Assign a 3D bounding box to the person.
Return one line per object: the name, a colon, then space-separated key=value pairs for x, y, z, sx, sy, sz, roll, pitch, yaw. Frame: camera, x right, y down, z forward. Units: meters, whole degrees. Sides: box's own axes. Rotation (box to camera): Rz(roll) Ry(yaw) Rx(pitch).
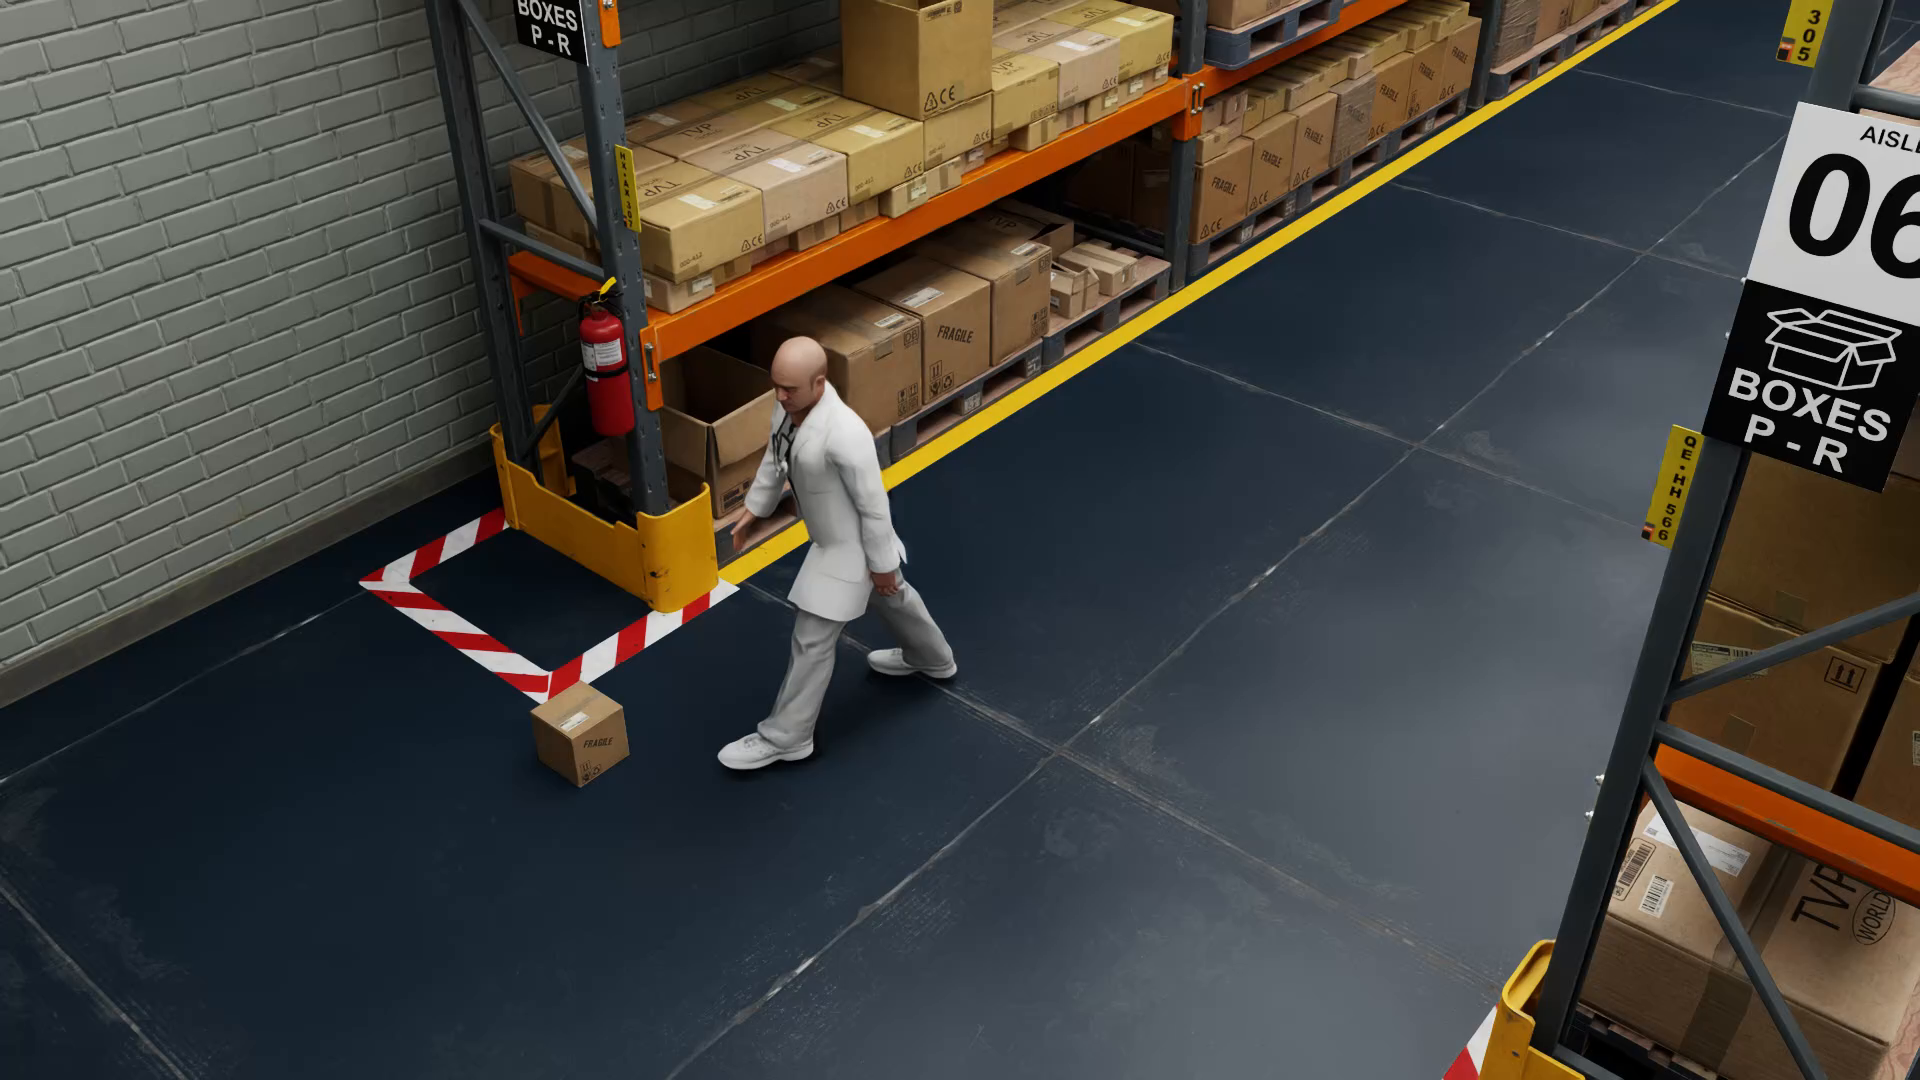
person: x=-0.487 y=-0.023 z=6.186 sx=1.038 sy=1.705 sz=0.592 roll=-9 pitch=36 yaw=-13
